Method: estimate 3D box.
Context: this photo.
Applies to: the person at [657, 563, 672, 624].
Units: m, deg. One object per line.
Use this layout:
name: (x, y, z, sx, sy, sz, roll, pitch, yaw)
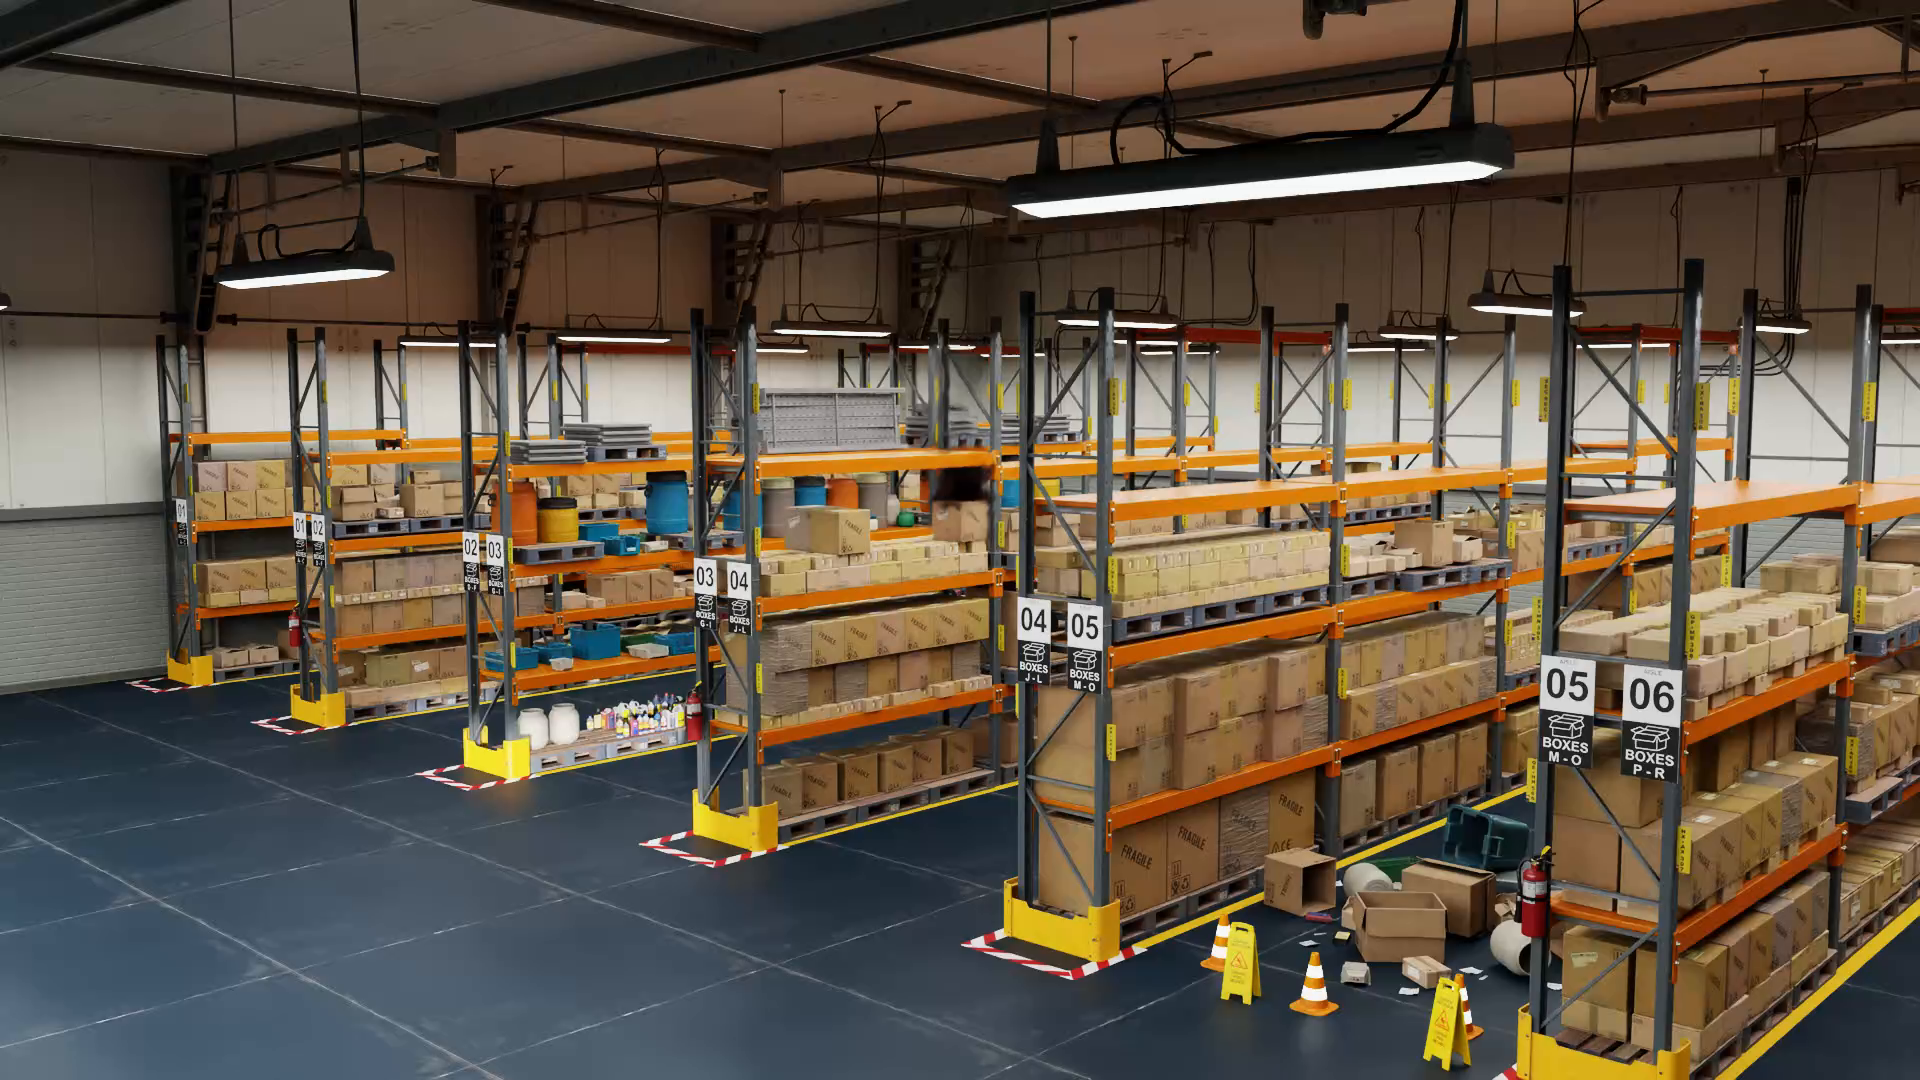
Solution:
person: (-5.716, 1.285, 32.127, 0.606, 1.717, 0.874, 4, 6, 33)
